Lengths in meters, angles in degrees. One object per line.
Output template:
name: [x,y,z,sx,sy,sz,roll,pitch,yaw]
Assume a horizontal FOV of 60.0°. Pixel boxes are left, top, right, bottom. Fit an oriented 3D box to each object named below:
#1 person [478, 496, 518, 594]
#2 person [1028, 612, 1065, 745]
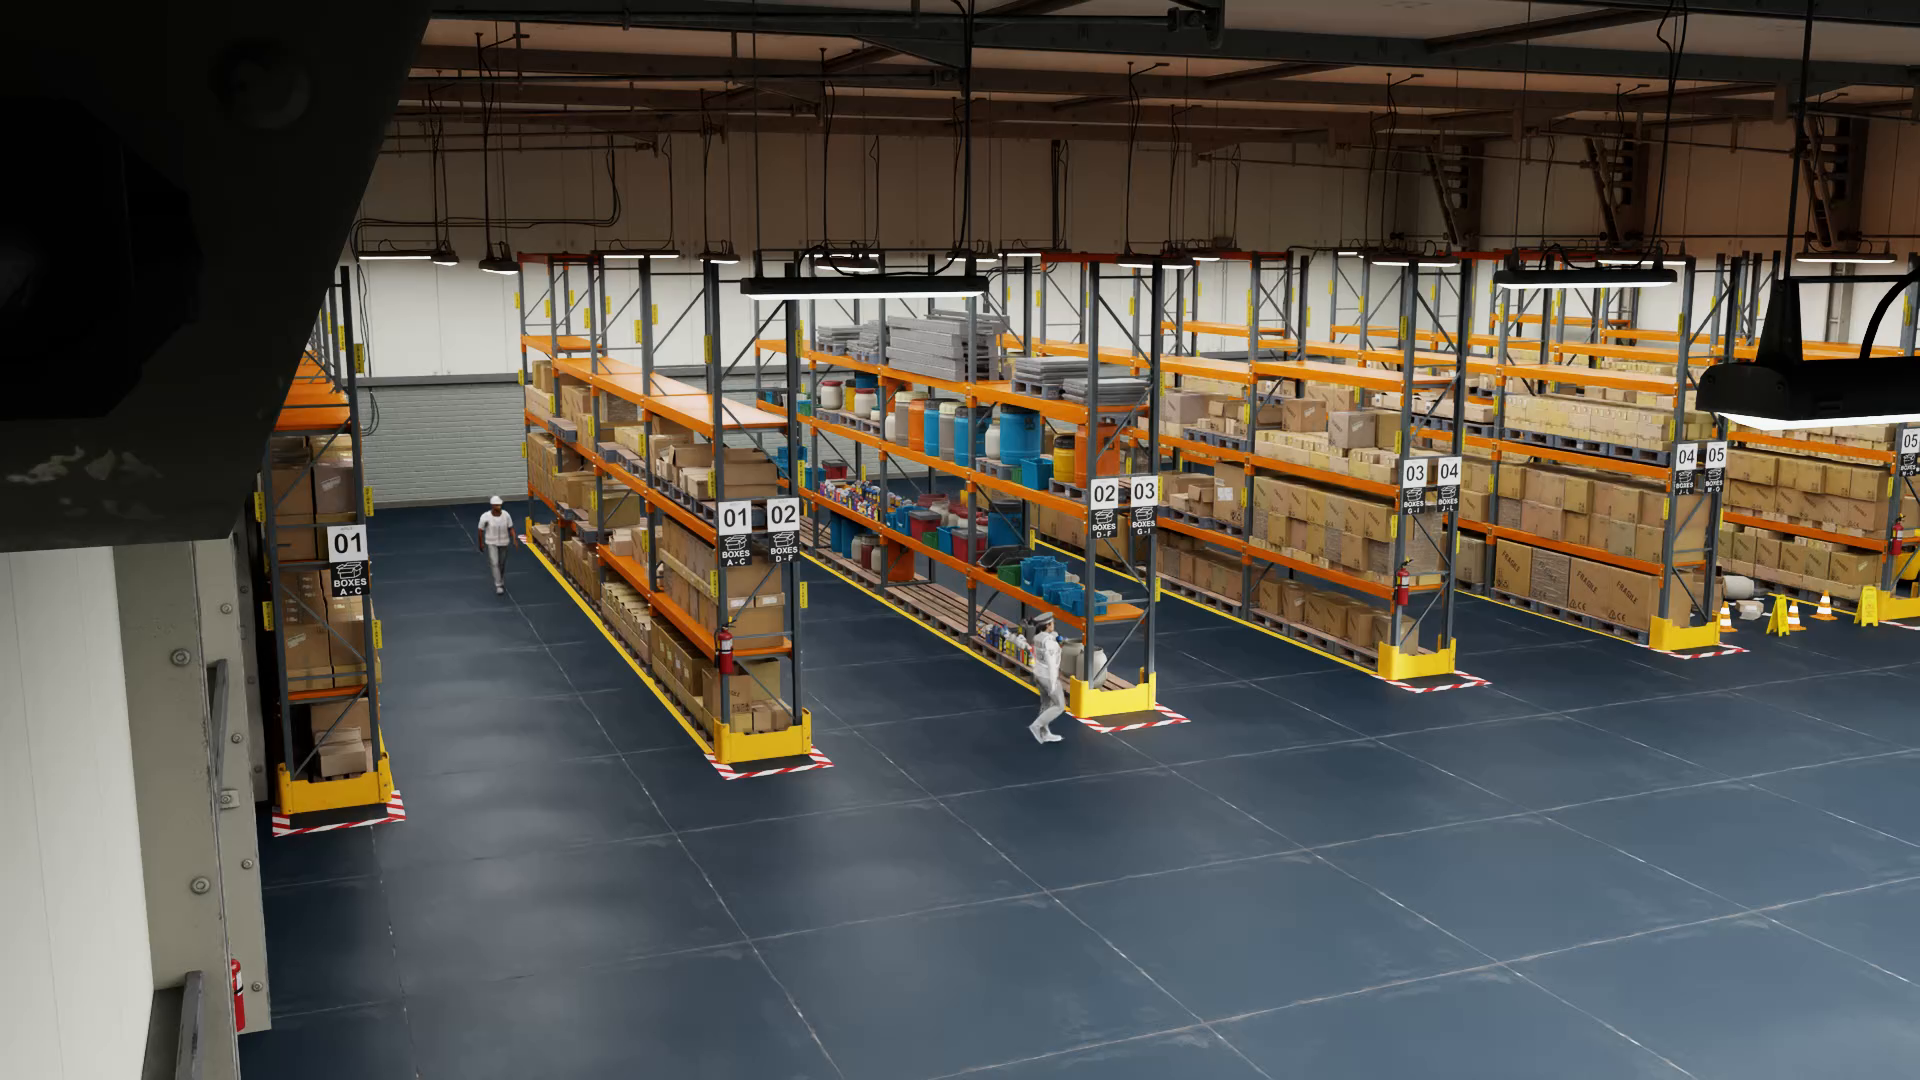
person: [-8.300,0.058,29.896,0.660,1.709,1.081,-5,11,-25]
person: [1.069,1.729,20.840,0.483,1.676,0.503,-4,11,-22]
